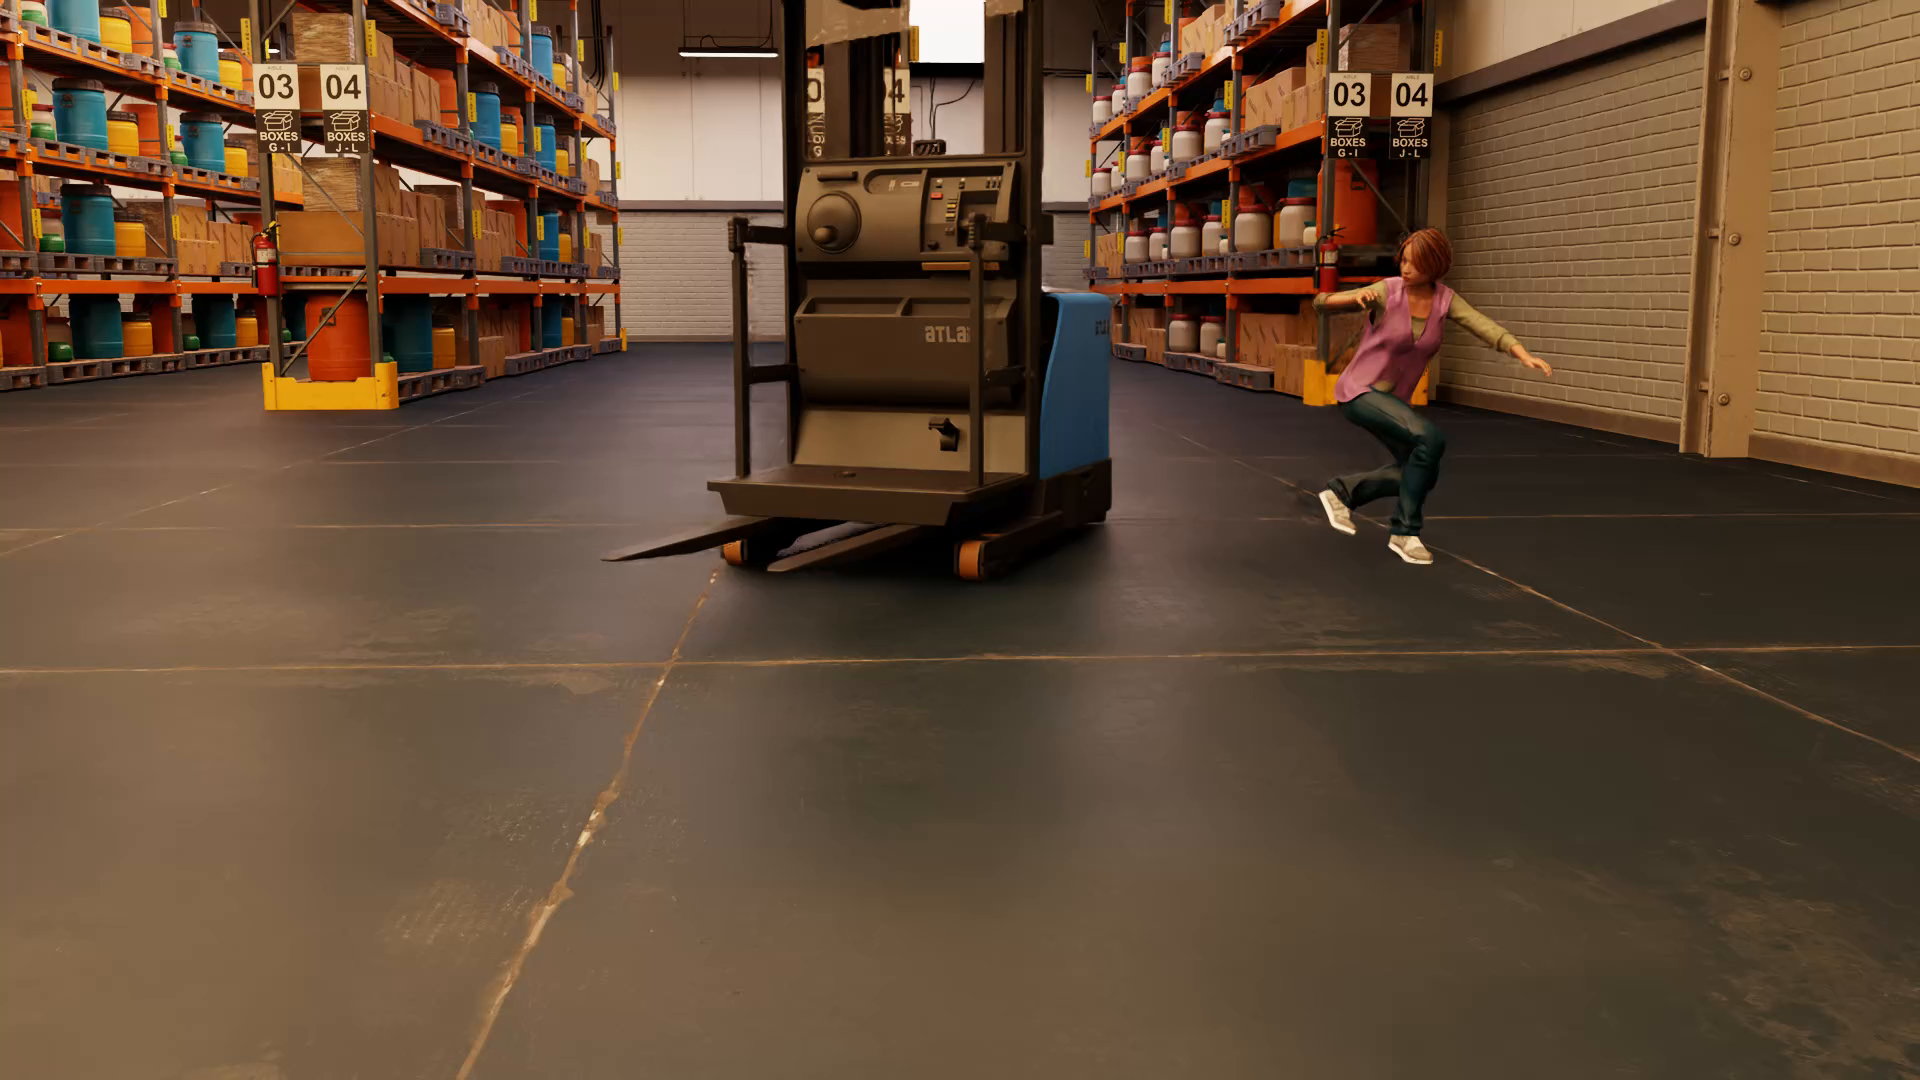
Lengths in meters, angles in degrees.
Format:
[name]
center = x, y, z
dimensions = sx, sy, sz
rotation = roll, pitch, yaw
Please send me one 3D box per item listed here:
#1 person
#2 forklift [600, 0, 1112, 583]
[person]
center = 1.824, -0.564, 6.679
dimensions = 0.674, 1.326, 0.988
rotation = -6, 10, -33
[forklift]
center = -0.300, -1.358, 6.473
dimensions = 1.130, 2.935, 3.031
rotation = 3, 9, 21
